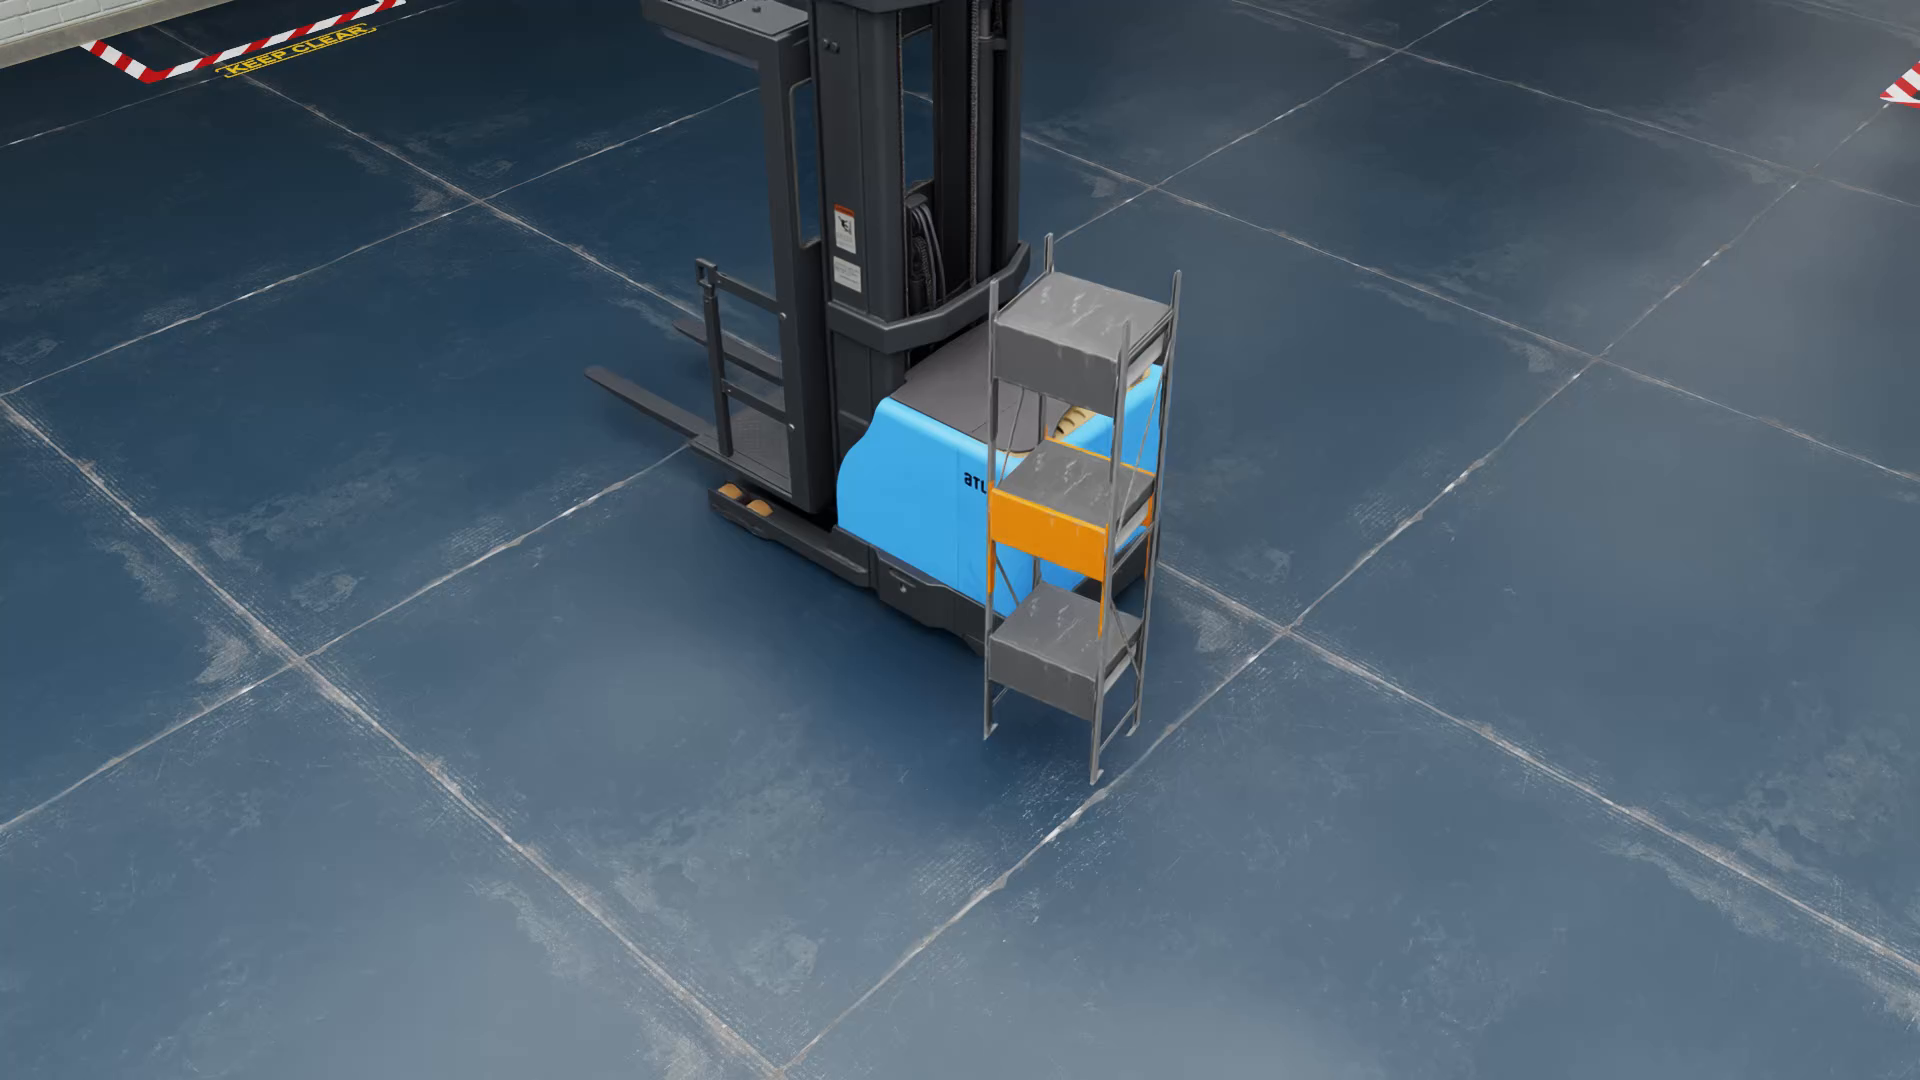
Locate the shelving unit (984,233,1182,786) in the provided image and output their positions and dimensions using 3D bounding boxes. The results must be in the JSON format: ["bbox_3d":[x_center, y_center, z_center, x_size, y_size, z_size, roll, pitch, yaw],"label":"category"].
[{"bbox_3d":[0.415,-0.043,6.117,0.503,2.100,0.431,21,43,24],"label":"shelving unit"}]

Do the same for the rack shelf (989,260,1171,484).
[{"bbox_3d":[0.415,-0.580,5.689,0.480,0.518,0.431,21,43,24],"label":"rack shelf"}]

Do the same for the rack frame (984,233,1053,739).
[{"bbox_3d":[0.208,-0.123,6.217,0.015,2.100,0.400,21,43,24],"label":"rack frame"}]

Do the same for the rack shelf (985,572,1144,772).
[{"bbox_3d":[0.415,0.516,6.561,0.480,0.518,0.431,21,43,24],"label":"rack shelf"}]

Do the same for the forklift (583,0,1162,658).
[{"bbox_3d":[-0.555,-1.392,7.145,3.031,2.935,1.130,28,46,30],"label":"forklift"}]

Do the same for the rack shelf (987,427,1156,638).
[{"bbox_3d":[0.415,-0.032,6.125,0.480,0.518,0.431,21,43,24],"label":"rack shelf"}]

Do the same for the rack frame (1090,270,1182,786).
[{"bbox_3d":[0.623,0.037,6.016,0.015,2.100,0.400,21,43,24],"label":"rack frame"}]
